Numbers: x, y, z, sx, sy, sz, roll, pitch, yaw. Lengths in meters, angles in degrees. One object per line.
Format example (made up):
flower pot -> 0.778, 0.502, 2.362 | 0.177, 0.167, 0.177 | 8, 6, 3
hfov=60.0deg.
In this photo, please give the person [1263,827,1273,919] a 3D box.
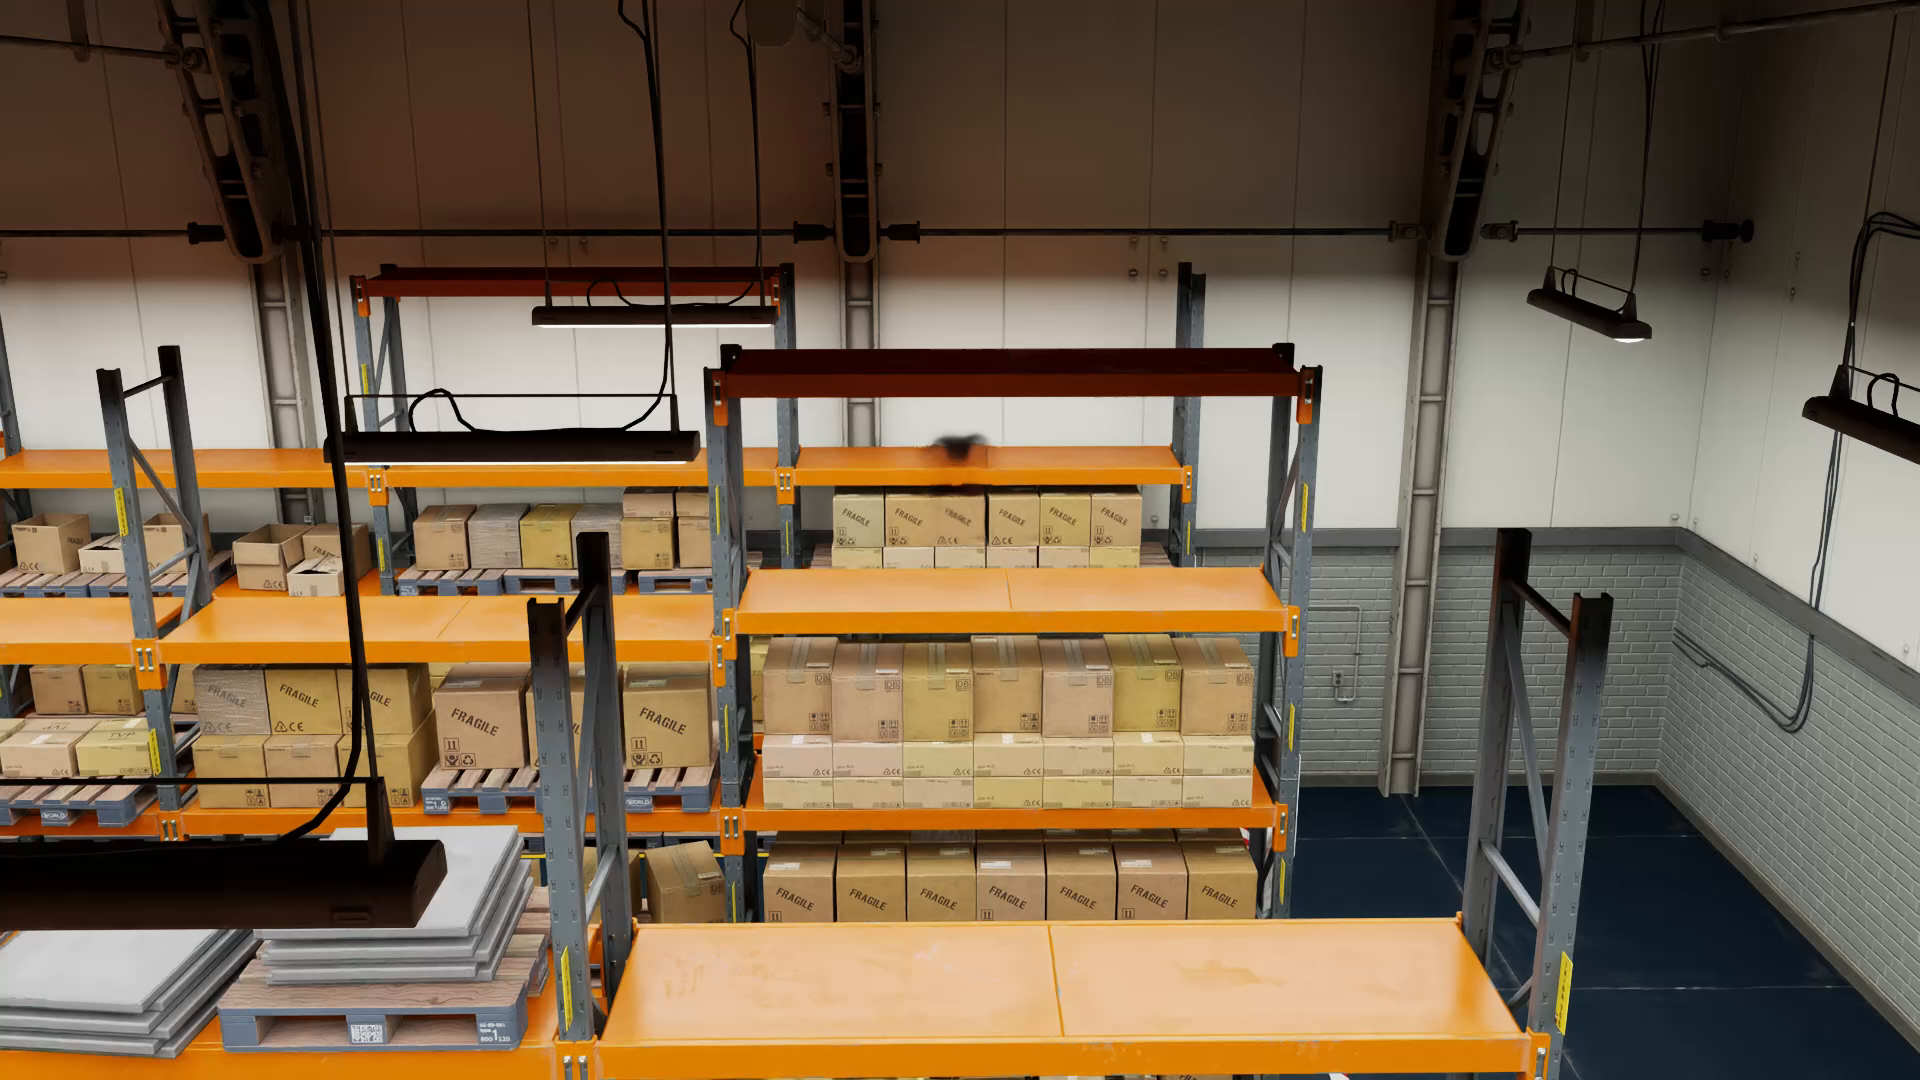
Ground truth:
person -> 2.540, 3.195, 14.418 | 0.600, 1.758, 0.640 | -10, 19, -30
